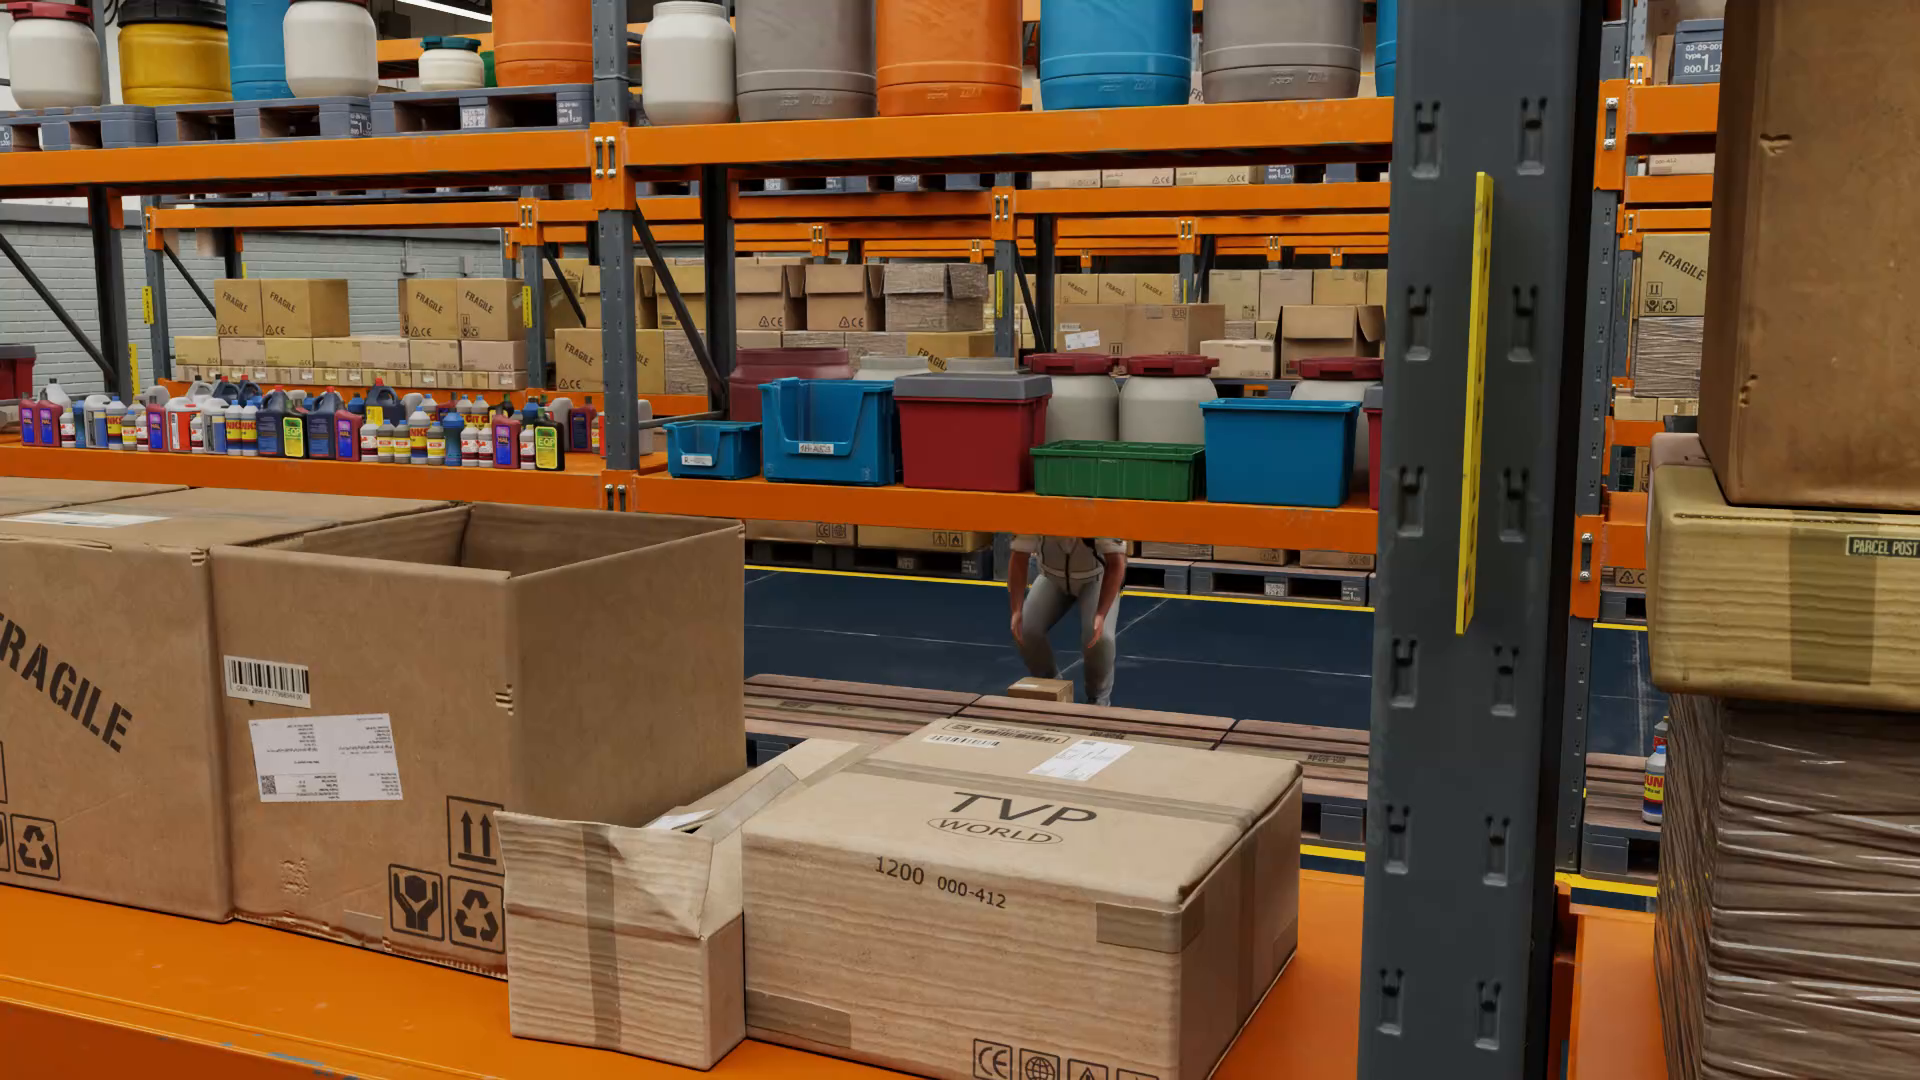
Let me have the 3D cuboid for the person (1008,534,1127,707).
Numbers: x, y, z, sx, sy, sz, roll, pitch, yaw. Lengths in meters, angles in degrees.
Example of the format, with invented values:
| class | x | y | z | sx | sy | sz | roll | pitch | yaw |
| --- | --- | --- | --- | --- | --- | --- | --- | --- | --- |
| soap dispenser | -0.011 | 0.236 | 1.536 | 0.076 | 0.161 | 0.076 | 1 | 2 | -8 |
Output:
| class | x | y | z | sx | sy | sz | roll | pitch | yaw |
| --- | --- | --- | --- | --- | --- | --- | --- | --- | --- |
| person | 0.563 | 0.233 | 8.247 | 0.588 | 1.321 | 0.853 | 3 | 9 | 21 |
